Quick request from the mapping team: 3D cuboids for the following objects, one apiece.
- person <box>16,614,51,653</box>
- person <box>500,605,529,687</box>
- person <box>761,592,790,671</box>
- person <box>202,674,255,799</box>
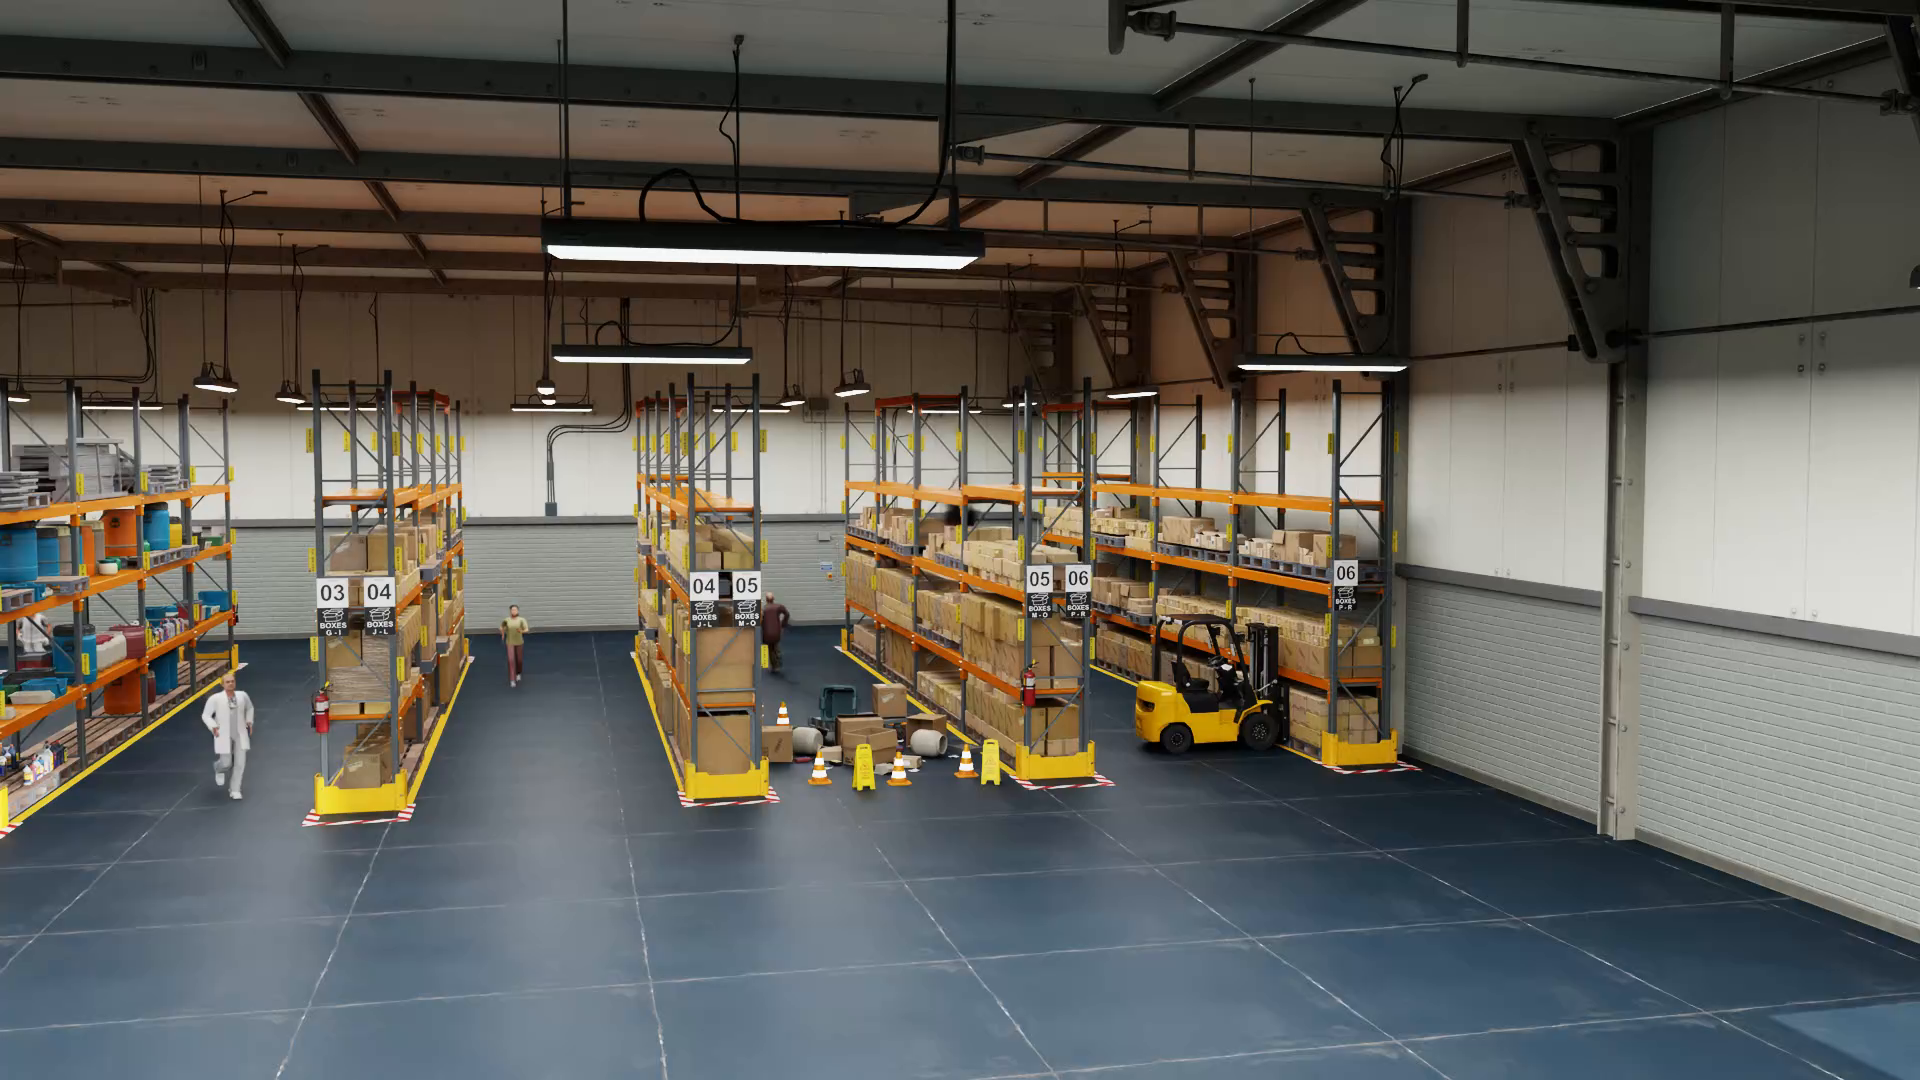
[{"bbox_3d":[-19.147,2.141,34.305,0.658,1.745,0.577,-1,4,-21],"label":"person"},{"bbox_3d":[-9.208,2.158,34.392,0.575,1.652,0.970,-1,3,-16],"label":"person"},{"bbox_3d":[-4.166,2.118,36.661,0.715,1.537,0.624,-2,4,-28],"label":"person"},{"bbox_3d":[-10.355,2.772,23.606,0.723,1.739,0.799,-3,4,-39],"label":"person"}]
